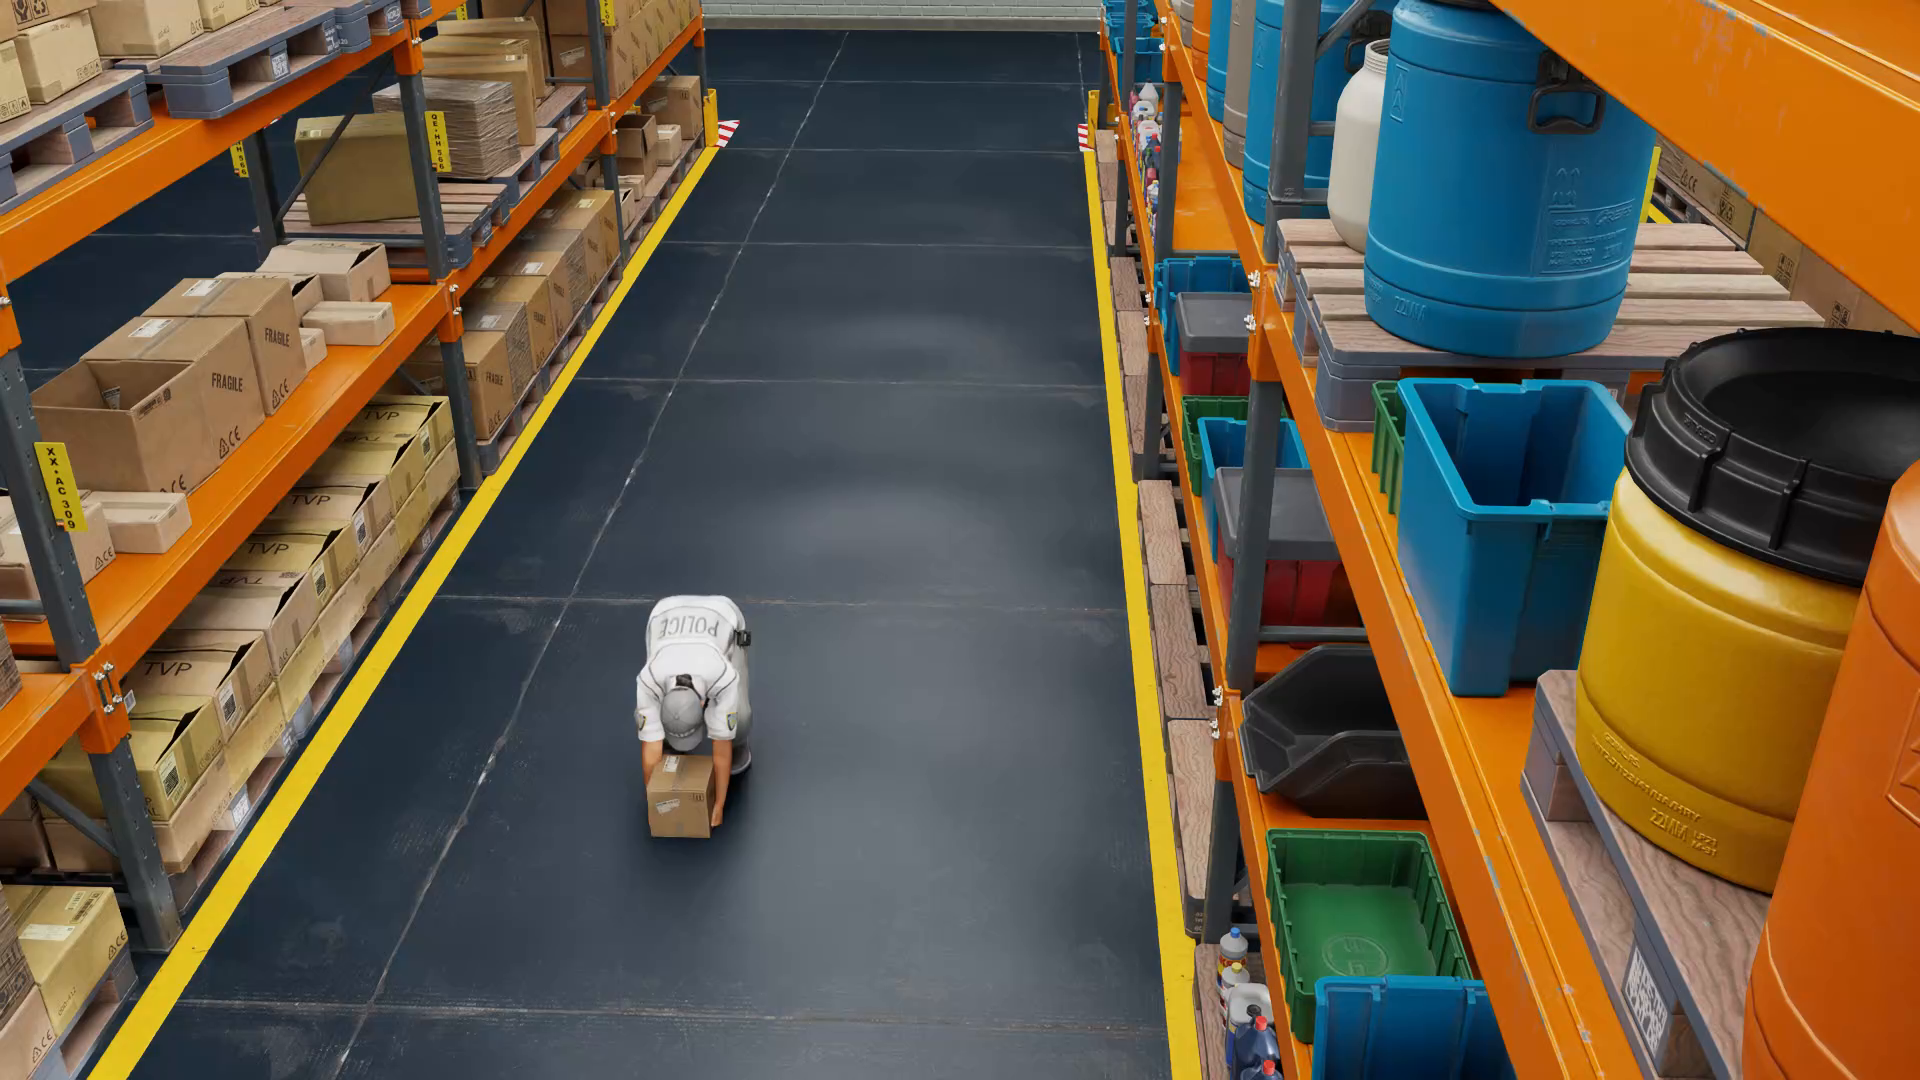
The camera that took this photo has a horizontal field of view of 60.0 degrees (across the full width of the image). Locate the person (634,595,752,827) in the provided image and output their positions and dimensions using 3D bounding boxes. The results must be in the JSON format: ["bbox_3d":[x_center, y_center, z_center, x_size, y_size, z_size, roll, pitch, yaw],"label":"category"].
[{"bbox_3d":[-1.154,0.720,7.241,0.506,0.785,0.941,0,28,0],"label":"person"}]
